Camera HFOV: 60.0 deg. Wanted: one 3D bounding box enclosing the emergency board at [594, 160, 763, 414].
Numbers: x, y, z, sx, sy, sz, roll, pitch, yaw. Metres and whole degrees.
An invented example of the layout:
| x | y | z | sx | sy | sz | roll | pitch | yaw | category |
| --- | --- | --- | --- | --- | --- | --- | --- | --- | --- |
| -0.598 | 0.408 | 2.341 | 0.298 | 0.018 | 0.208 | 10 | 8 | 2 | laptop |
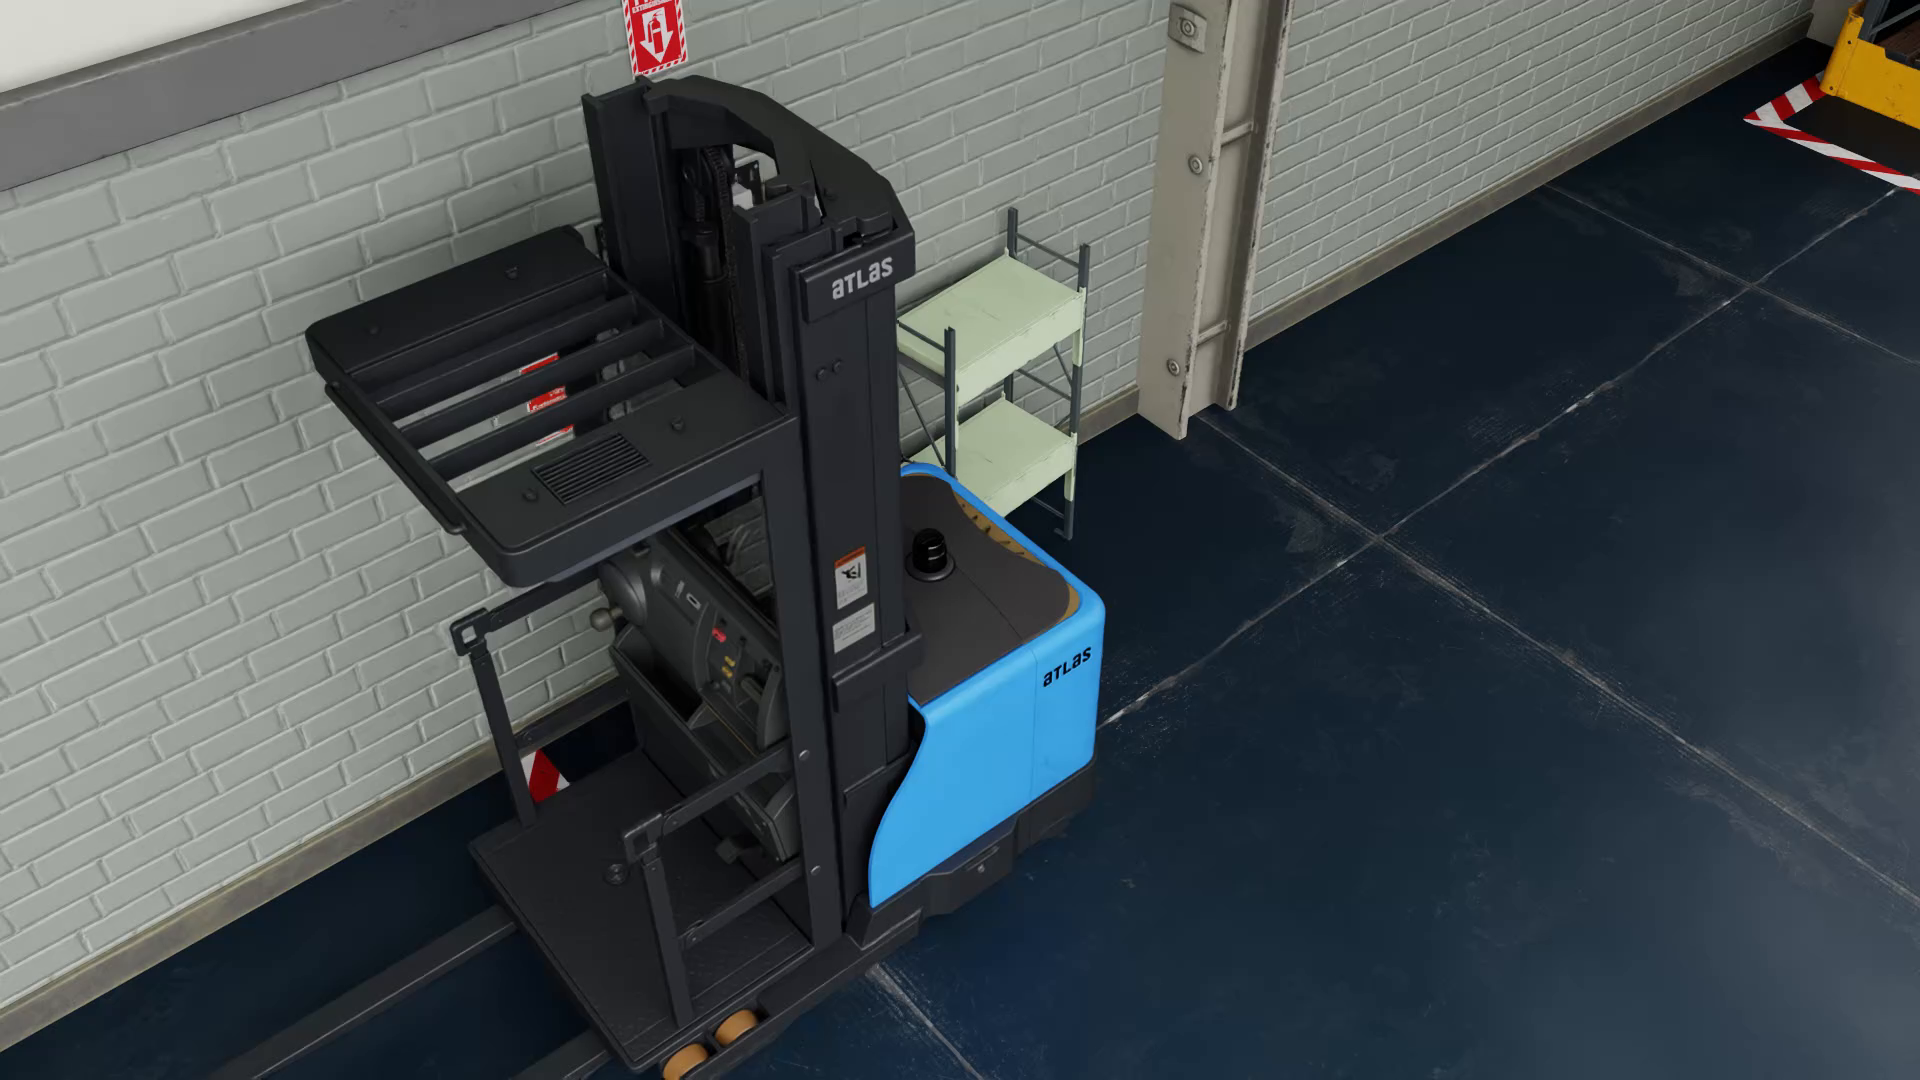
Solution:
| x | y | z | sx | sy | sz | roll | pitch | yaw | category |
| --- | --- | --- | --- | --- | --- | --- | --- | --- | --- |
| -0.850 | -0.660 | 5.761 | 0.643 | 1.169 | 0.194 | -30 | 51 | -28 | emergency board |

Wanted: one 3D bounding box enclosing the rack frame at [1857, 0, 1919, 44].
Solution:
| x | y | z | sx | sy | sz | roll | pitch | yaw | category |
| --- | --- | --- | --- | --- | --- | --- | --- | --- | --- |
| 5.691 | -3.599 | 8.891 | 0.127 | 3.000 | 1.000 | -30 | 51 | -28 | rack frame |

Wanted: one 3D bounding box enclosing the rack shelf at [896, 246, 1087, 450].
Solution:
| x | y | z | sx | sy | sz | roll | pitch | yaw | category |
| --- | --- | --- | --- | --- | --- | --- | --- | --- | --- |
| 0.085 | -0.746 | 6.379 | 0.431 | 0.370 | 0.720 | 33 | 52 | 30 | rack shelf |

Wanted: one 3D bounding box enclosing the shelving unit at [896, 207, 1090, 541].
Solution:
| x | y | z | sx | sy | sz | roll | pitch | yaw | category |
| --- | --- | --- | --- | --- | --- | --- | --- | --- | --- |
| 0.085 | -0.462 | 6.646 | 0.431 | 1.500 | 0.755 | 33 | 52 | 30 | shelving unit |

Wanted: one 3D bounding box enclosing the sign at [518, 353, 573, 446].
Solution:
| x | y | z | sx | sy | sz | roll | pitch | yaw | category |
| --- | --- | --- | --- | --- | --- | --- | --- | --- | --- |
| -1.340 | -0.484 | 5.548 | 0.234 | 0.329 | 0.001 | -30 | 51 | -28 | sign |

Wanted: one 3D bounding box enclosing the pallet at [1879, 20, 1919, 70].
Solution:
| x | y | z | sx | sy | sz | roll | pitch | yaw | category |
| --- | --- | --- | --- | --- | --- | --- | --- | --- | --- |
| 6.395 | -2.954 | 10.241 | 1.213 | 0.211 | 1.003 | -30 | 51 | -28 | pallet |

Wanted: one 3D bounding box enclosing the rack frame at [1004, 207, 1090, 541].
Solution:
| x | y | z | sx | sy | sz | roll | pitch | yaw | category |
| --- | --- | --- | --- | --- | --- | --- | --- | --- | --- |
| 0.337 | -0.643 | 6.839 | 0.400 | 1.500 | 0.023 | 33 | 52 | 30 | rack frame |

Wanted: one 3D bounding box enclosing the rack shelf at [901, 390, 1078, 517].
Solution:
| x | y | z | sx | sy | sz | roll | pitch | yaw | category |
| --- | --- | --- | --- | --- | --- | --- | --- | --- | --- |
| 0.085 | -0.224 | 6.869 | 0.431 | 0.370 | 0.720 | 33 | 52 | 30 | rack shelf |

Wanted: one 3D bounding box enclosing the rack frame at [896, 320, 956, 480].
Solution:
| x | y | z | sx | sy | sz | roll | pitch | yaw | category |
| --- | --- | --- | --- | --- | --- | --- | --- | --- | --- |
| -0.168 | -0.280 | 6.453 | 0.400 | 1.500 | 0.023 | 33 | 52 | 30 | rack frame |

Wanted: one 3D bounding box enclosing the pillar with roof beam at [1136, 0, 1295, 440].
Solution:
| x | y | z | sx | sy | sz | roll | pitch | yaw | category |
| --- | --- | --- | --- | --- | --- | --- | --- | --- | --- |
| 3.832 | -1.651 | 2.435 | 0.400 | 9.000 | 9.100 | -30 | 51 | -28 | pillar with roof beam |

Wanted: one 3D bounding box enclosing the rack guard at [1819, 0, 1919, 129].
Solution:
| x | y | z | sx | sy | sz | roll | pitch | yaw | category |
| --- | --- | --- | --- | --- | --- | --- | --- | --- | --- |
| 5.749 | -2.721 | 9.782 | 0.348 | 0.500 | 1.175 | -30 | 51 | -28 | rack guard |

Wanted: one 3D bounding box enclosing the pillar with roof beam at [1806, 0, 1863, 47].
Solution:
| x | y | z | sx | sy | sz | roll | pitch | yaw | category |
| --- | --- | --- | --- | --- | --- | --- | --- | --- | --- |
| 8.435 | -4.287 | 5.241 | 0.400 | 9.000 | 9.100 | -30 | 51 | -28 | pillar with roof beam |

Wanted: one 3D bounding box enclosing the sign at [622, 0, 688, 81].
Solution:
| x | y | z | sx | sy | sz | roll | pitch | yaw | category |
| --- | --- | --- | --- | --- | --- | --- | --- | --- | --- |
| -0.920 | -1.553 | 5.020 | 0.199 | 0.298 | 0.001 | -30 | 51 | -28 | sign |

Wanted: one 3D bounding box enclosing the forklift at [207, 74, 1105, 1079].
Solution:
| x | y | z | sx | sy | sz | roll | pitch | yaw | category |
| --- | --- | --- | --- | --- | --- | --- | --- | --- | --- |
| -0.964 | 0.303 | 4.786 | 3.031 | 2.935 | 1.130 | -29 | 51 | -28 | forklift |
